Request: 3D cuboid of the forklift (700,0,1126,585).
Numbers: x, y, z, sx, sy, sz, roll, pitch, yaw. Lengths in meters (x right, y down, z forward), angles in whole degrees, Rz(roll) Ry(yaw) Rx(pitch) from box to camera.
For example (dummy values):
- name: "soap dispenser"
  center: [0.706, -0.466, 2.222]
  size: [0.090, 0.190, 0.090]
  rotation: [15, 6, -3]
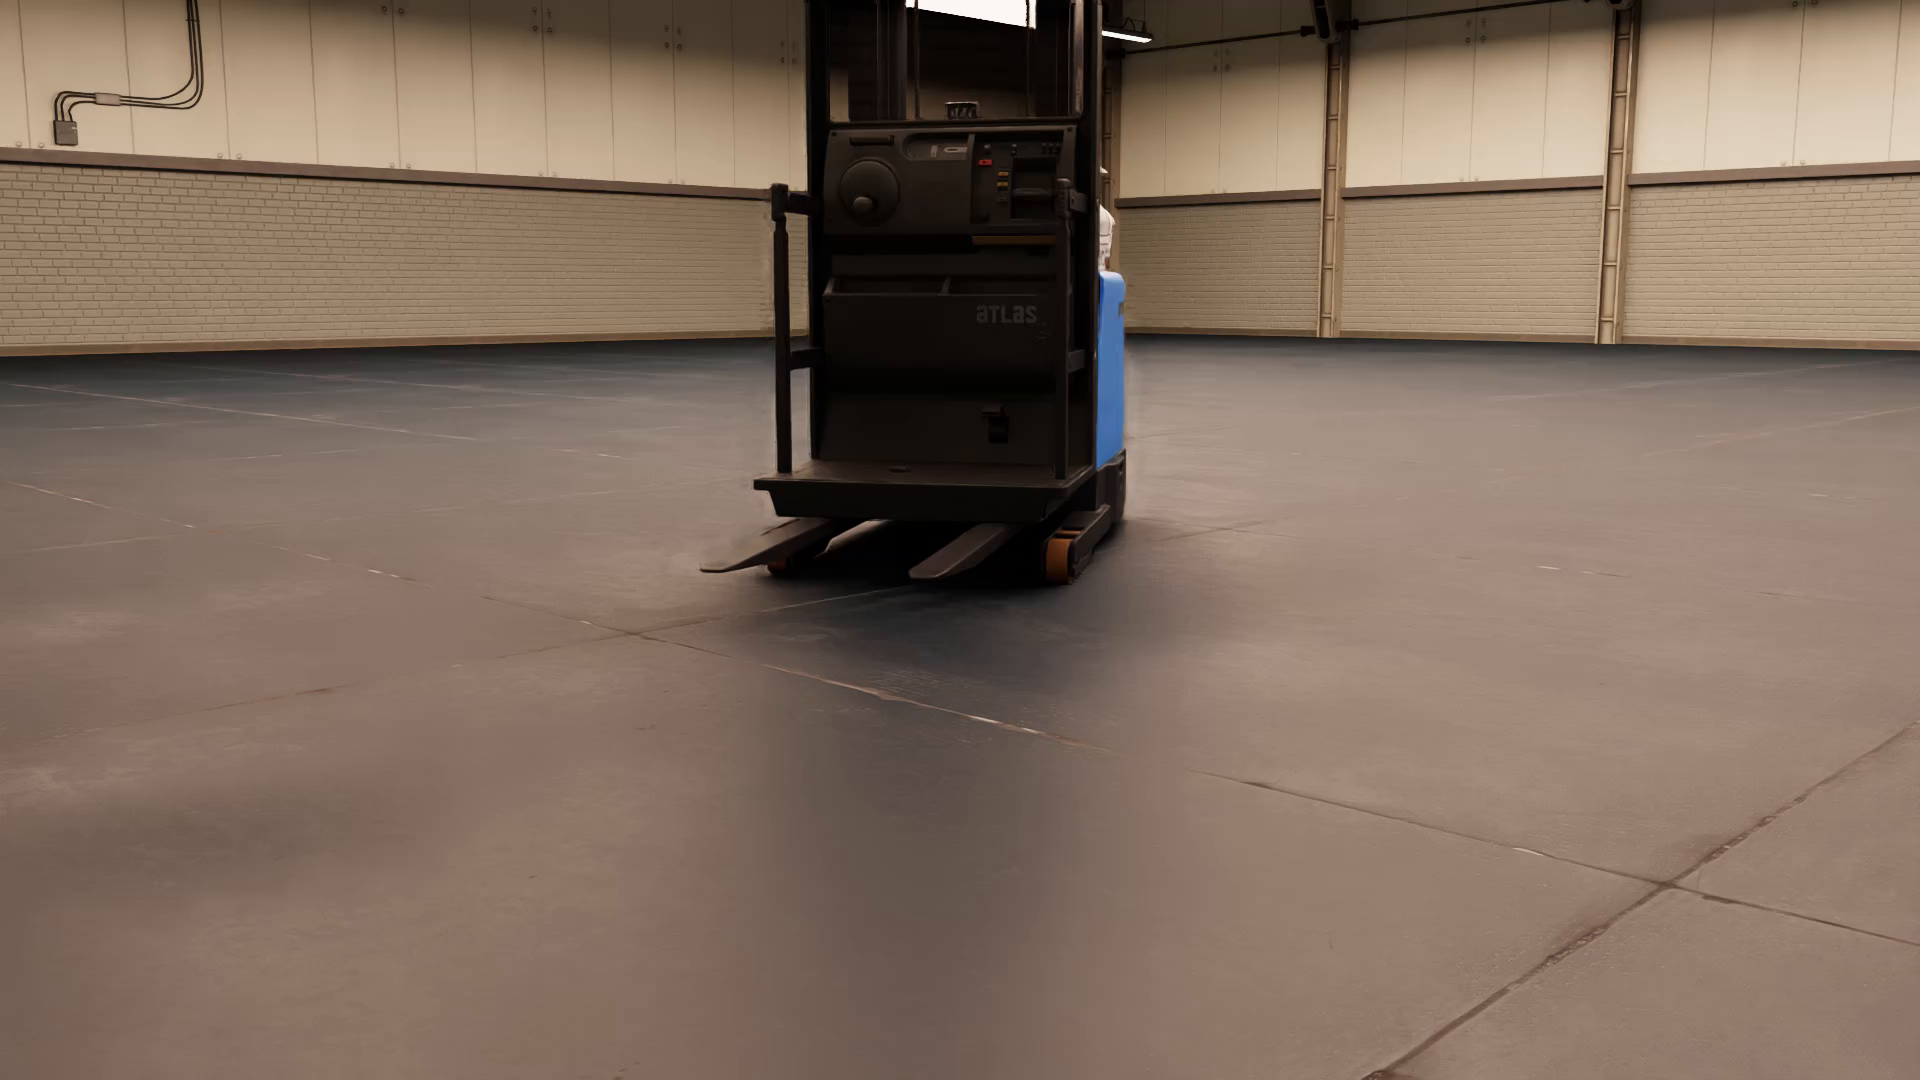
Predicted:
- name: "forklift"
  center: [-0.084, -1.355, 5.870]
  size: [1.130, 2.935, 3.031]
  rotation: [2, 9, 12]

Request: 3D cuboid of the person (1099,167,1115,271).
- name: "person"
  center: [0.674, -1.360, 9.809]
  size: [0.406, 1.775, 0.522]
  rotation: [4, 10, 27]
